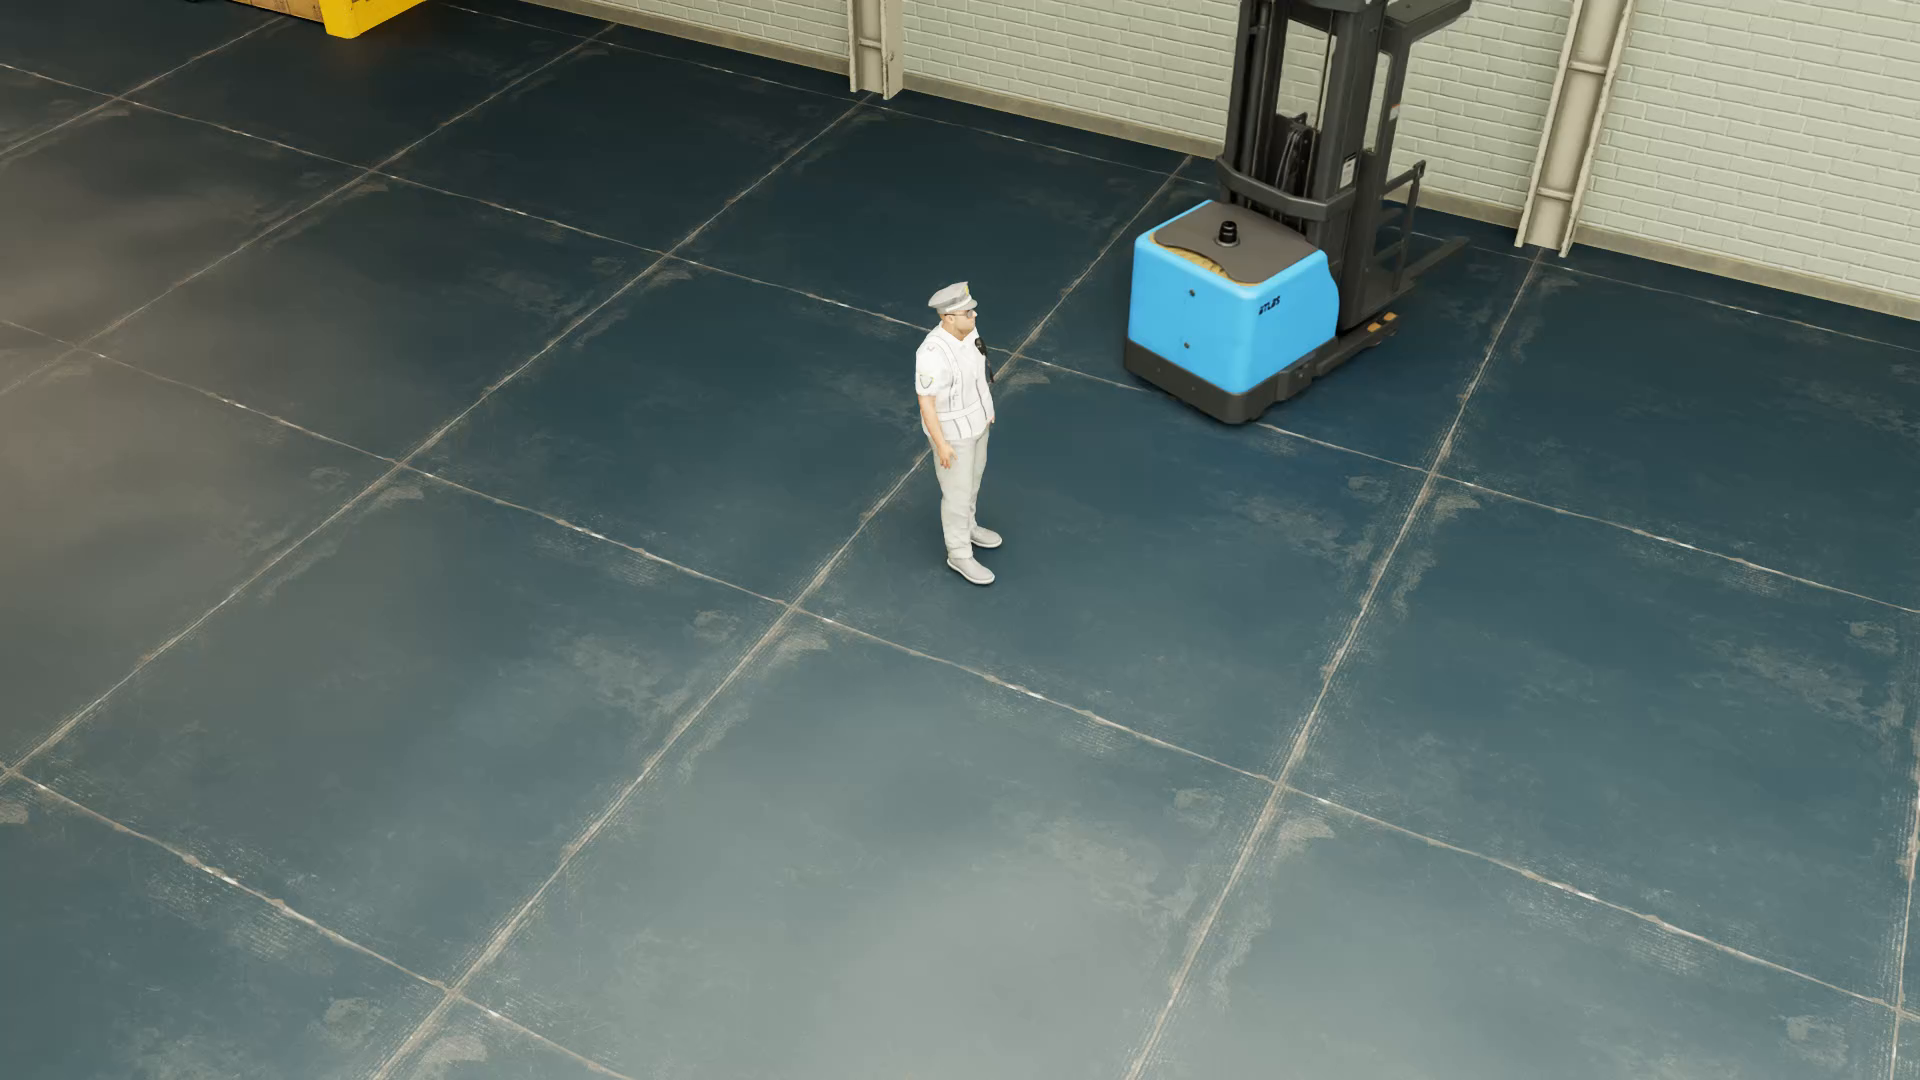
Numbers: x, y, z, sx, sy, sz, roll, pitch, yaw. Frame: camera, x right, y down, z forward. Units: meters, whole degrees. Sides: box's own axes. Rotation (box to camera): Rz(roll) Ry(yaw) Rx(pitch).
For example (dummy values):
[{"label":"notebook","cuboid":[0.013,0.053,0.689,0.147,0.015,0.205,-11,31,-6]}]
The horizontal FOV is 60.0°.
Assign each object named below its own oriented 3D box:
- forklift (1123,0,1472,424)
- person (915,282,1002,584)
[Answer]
[{"label":"forklift","cuboid":[2.553,-2.725,11.222,3.031,2.935,1.130,-32,49,-32]},{"label":"person","cuboid":[0.064,-0.658,9.647,0.574,1.781,0.641,18,43,21]}]
